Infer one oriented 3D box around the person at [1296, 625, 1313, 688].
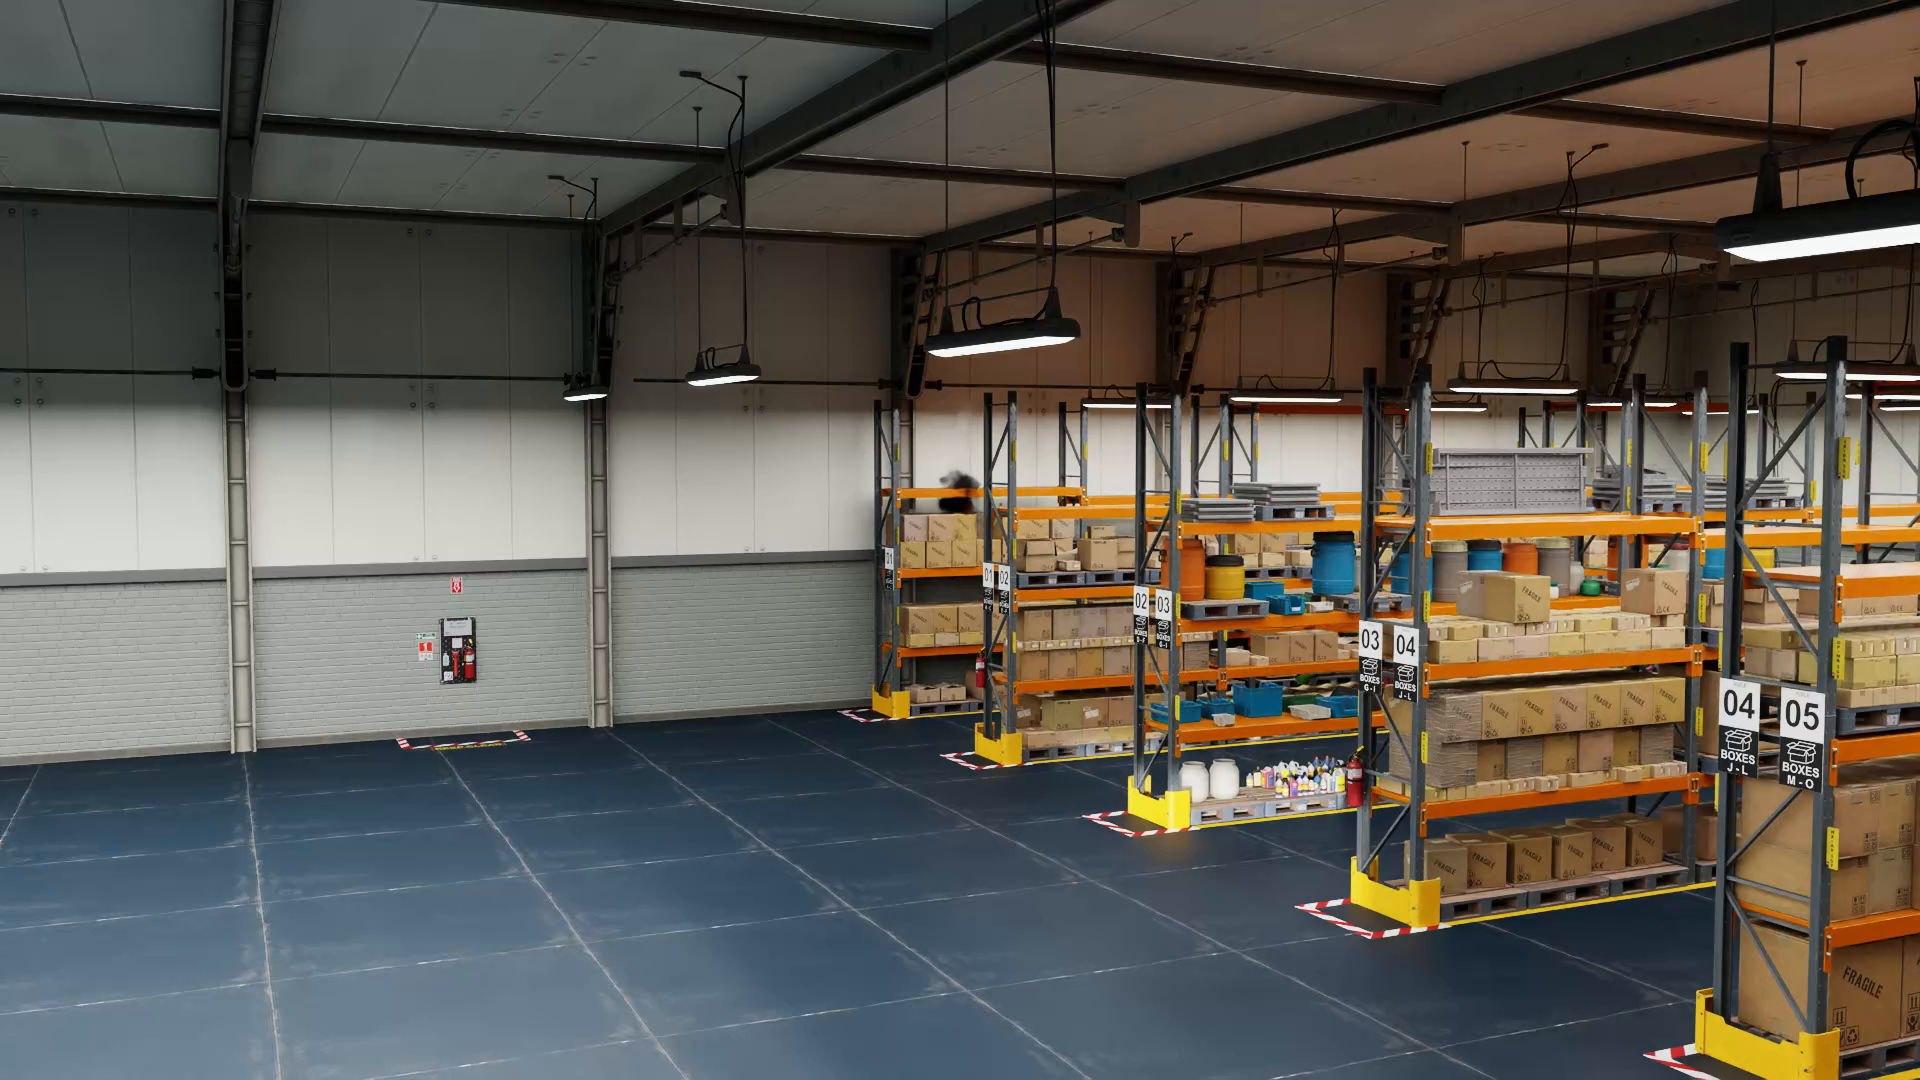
[{"bbox_3d":[6.660,2.444,31.812,0.873,1.767,0.683,-1,4,-24],"label":"person"}]
